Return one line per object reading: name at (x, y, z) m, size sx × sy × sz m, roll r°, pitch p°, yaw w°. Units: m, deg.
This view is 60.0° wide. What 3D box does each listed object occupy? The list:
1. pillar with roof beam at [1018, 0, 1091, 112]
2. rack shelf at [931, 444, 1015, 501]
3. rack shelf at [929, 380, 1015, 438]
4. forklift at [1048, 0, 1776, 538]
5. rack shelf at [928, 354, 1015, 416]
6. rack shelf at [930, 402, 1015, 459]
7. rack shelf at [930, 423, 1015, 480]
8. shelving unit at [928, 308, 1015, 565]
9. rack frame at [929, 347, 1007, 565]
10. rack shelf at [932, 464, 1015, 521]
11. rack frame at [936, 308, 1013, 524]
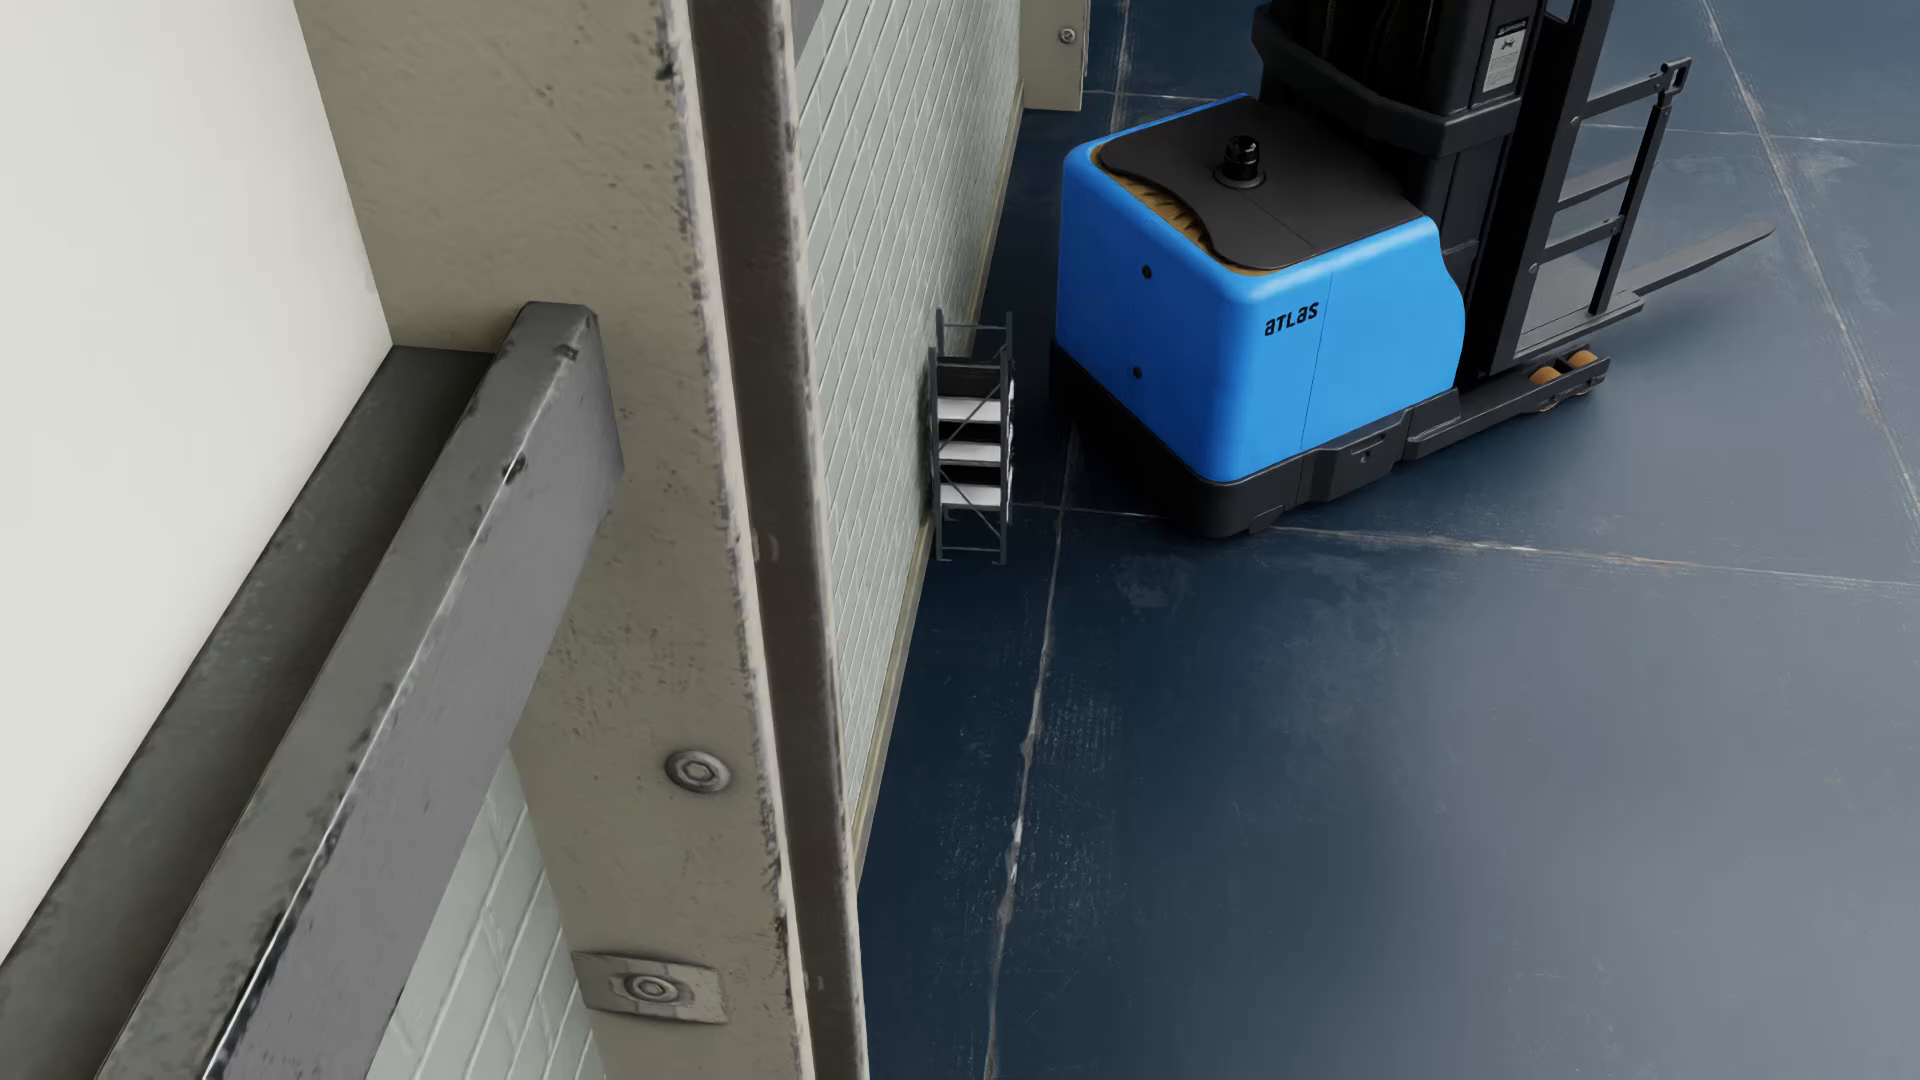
pillar with roof beam at (4.712, -5.061, 4.550) m, size 9.100 × 9.000 × 0.400 m, roll 5°, pitch 44°, yaw 6°
rack shelf at (0.045, -0.231, 5.515) m, size 0.258 × 0.077 × 0.200 m, roll 3°, pitch 44°, yaw 5°
rack shelf at (0.040, -0.428, 5.330) m, size 0.258 × 0.077 × 0.200 m, roll 3°, pitch 44°, yaw 5°
forklift at (1.859, -1.837, 5.559) m, size 3.031 × 2.935 × 1.130 m, roll -23°, pitch 48°, yaw -22°
rack shelf at (0.039, -0.493, 5.268) m, size 0.258 × 0.077 × 0.200 m, roll 3°, pitch 44°, yaw 5°
rack shelf at (0.042, -0.362, 5.392) m, size 0.258 × 0.077 × 0.200 m, roll 3°, pitch 44°, yaw 5°
rack shelf at (0.043, -0.297, 5.454) m, size 0.258 × 0.077 × 0.200 m, roll 3°, pitch 44°, yaw 5°
shelving unit at (0.043, -0.321, 5.431) m, size 0.258 × 0.900 × 0.210 m, roll 3°, pitch 44°, yaw 5°
rack frame at (0.032, -0.251, 5.357) m, size 0.240 × 0.900 × 0.006 m, roll 3°, pitch 44°, yaw 5°
rack shelf at (0.046, -0.166, 5.577) m, size 0.258 × 0.077 × 0.200 m, roll 3°, pitch 44°, yaw 5°
rack frame at (0.053, -0.390, 5.504) m, size 0.240 × 0.900 × 0.006 m, roll 3°, pitch 44°, yaw 5°
